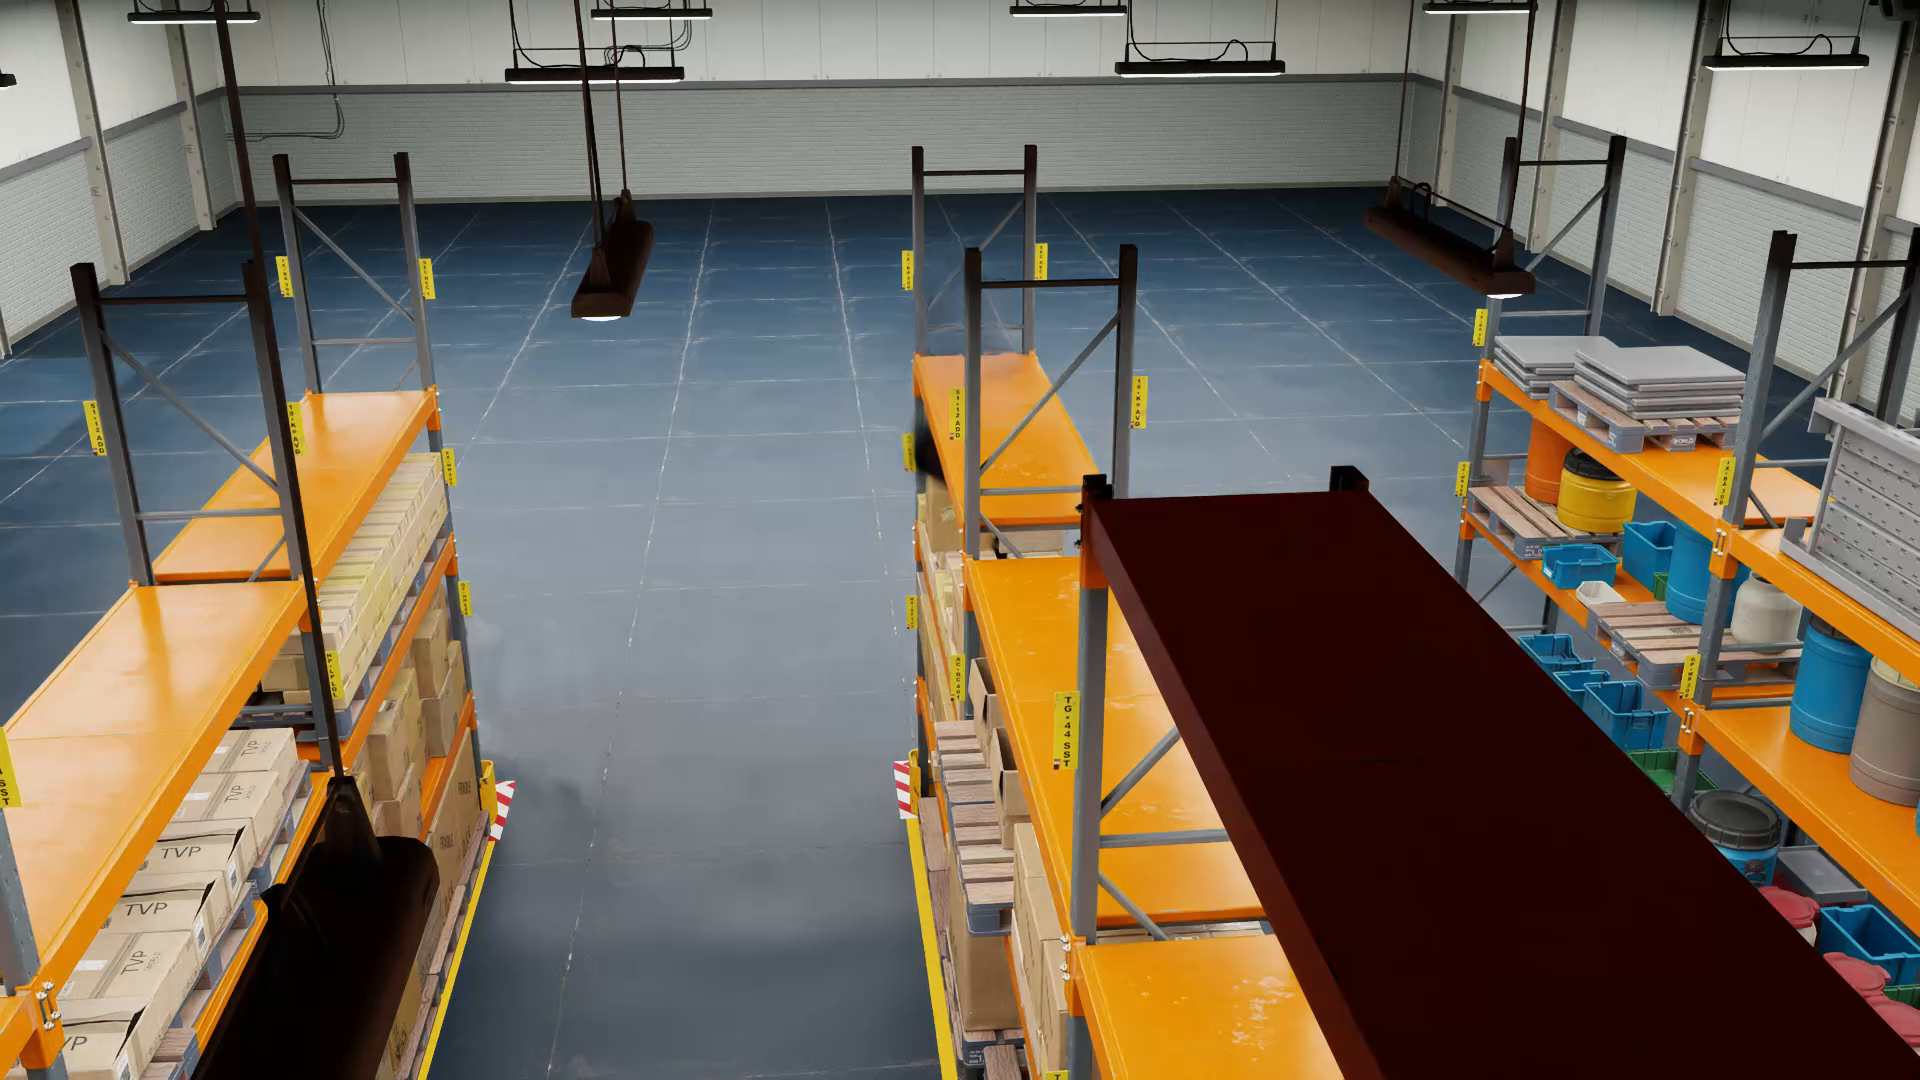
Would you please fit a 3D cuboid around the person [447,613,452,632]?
[{"bbox_3d":[-5.263,1.170,16.558,0.553,1.566,0.519,13,25,29],"label":"person"}]
